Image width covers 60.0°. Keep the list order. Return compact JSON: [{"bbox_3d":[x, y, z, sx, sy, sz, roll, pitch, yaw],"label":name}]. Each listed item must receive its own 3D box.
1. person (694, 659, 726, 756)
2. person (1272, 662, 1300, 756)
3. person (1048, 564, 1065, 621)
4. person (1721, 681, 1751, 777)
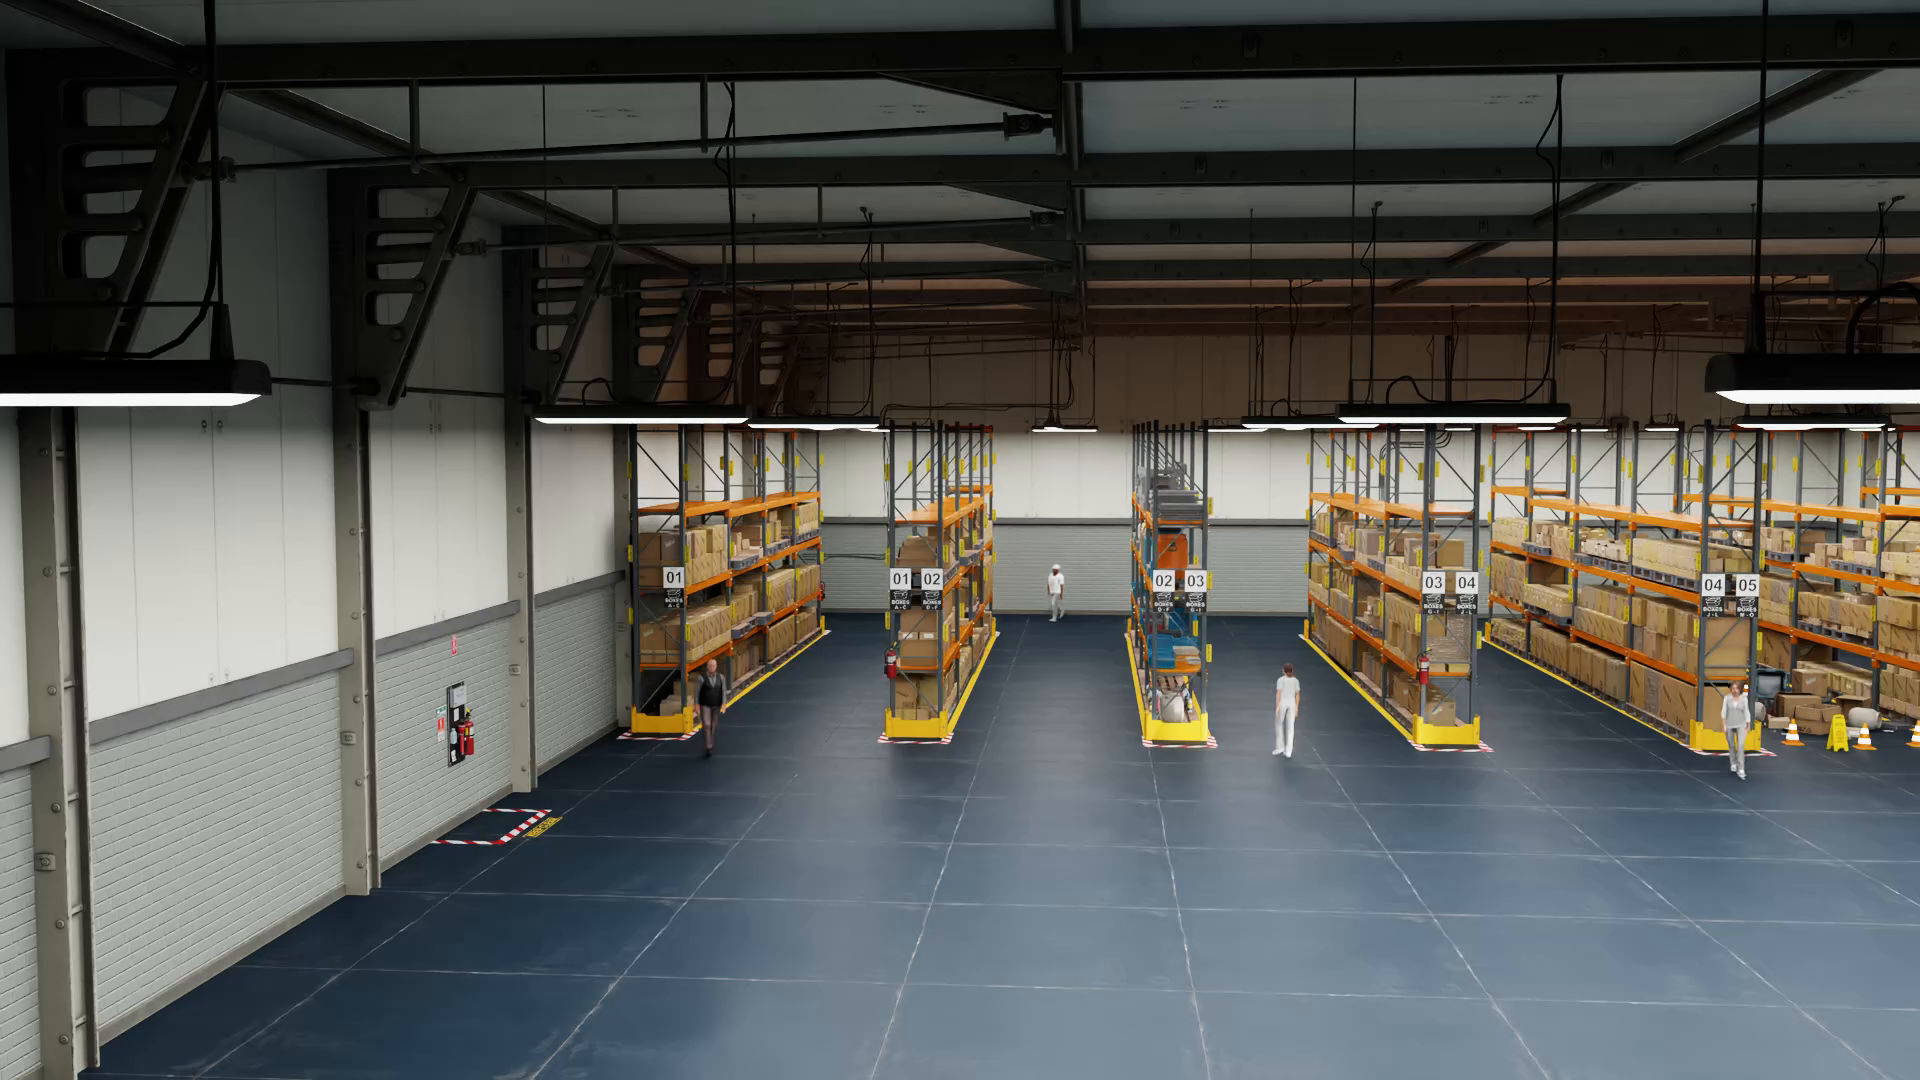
[{"bbox_3d":[-4.451,2.972,29.804,0.557,1.666,0.987,-2,4,-31],"label":"person"},{"bbox_3d":[5.841,3.040,29.653,0.453,1.715,0.595,0,4,0],"label":"person"},{"bbox_3d":[2.957,1.611,50.955,0.726,1.752,0.574,-3,4,-36],"label":"person"},{"bbox_3d":[13.019,3.151,27.927,0.448,1.563,0.856,2,4,33],"label":"person"}]
